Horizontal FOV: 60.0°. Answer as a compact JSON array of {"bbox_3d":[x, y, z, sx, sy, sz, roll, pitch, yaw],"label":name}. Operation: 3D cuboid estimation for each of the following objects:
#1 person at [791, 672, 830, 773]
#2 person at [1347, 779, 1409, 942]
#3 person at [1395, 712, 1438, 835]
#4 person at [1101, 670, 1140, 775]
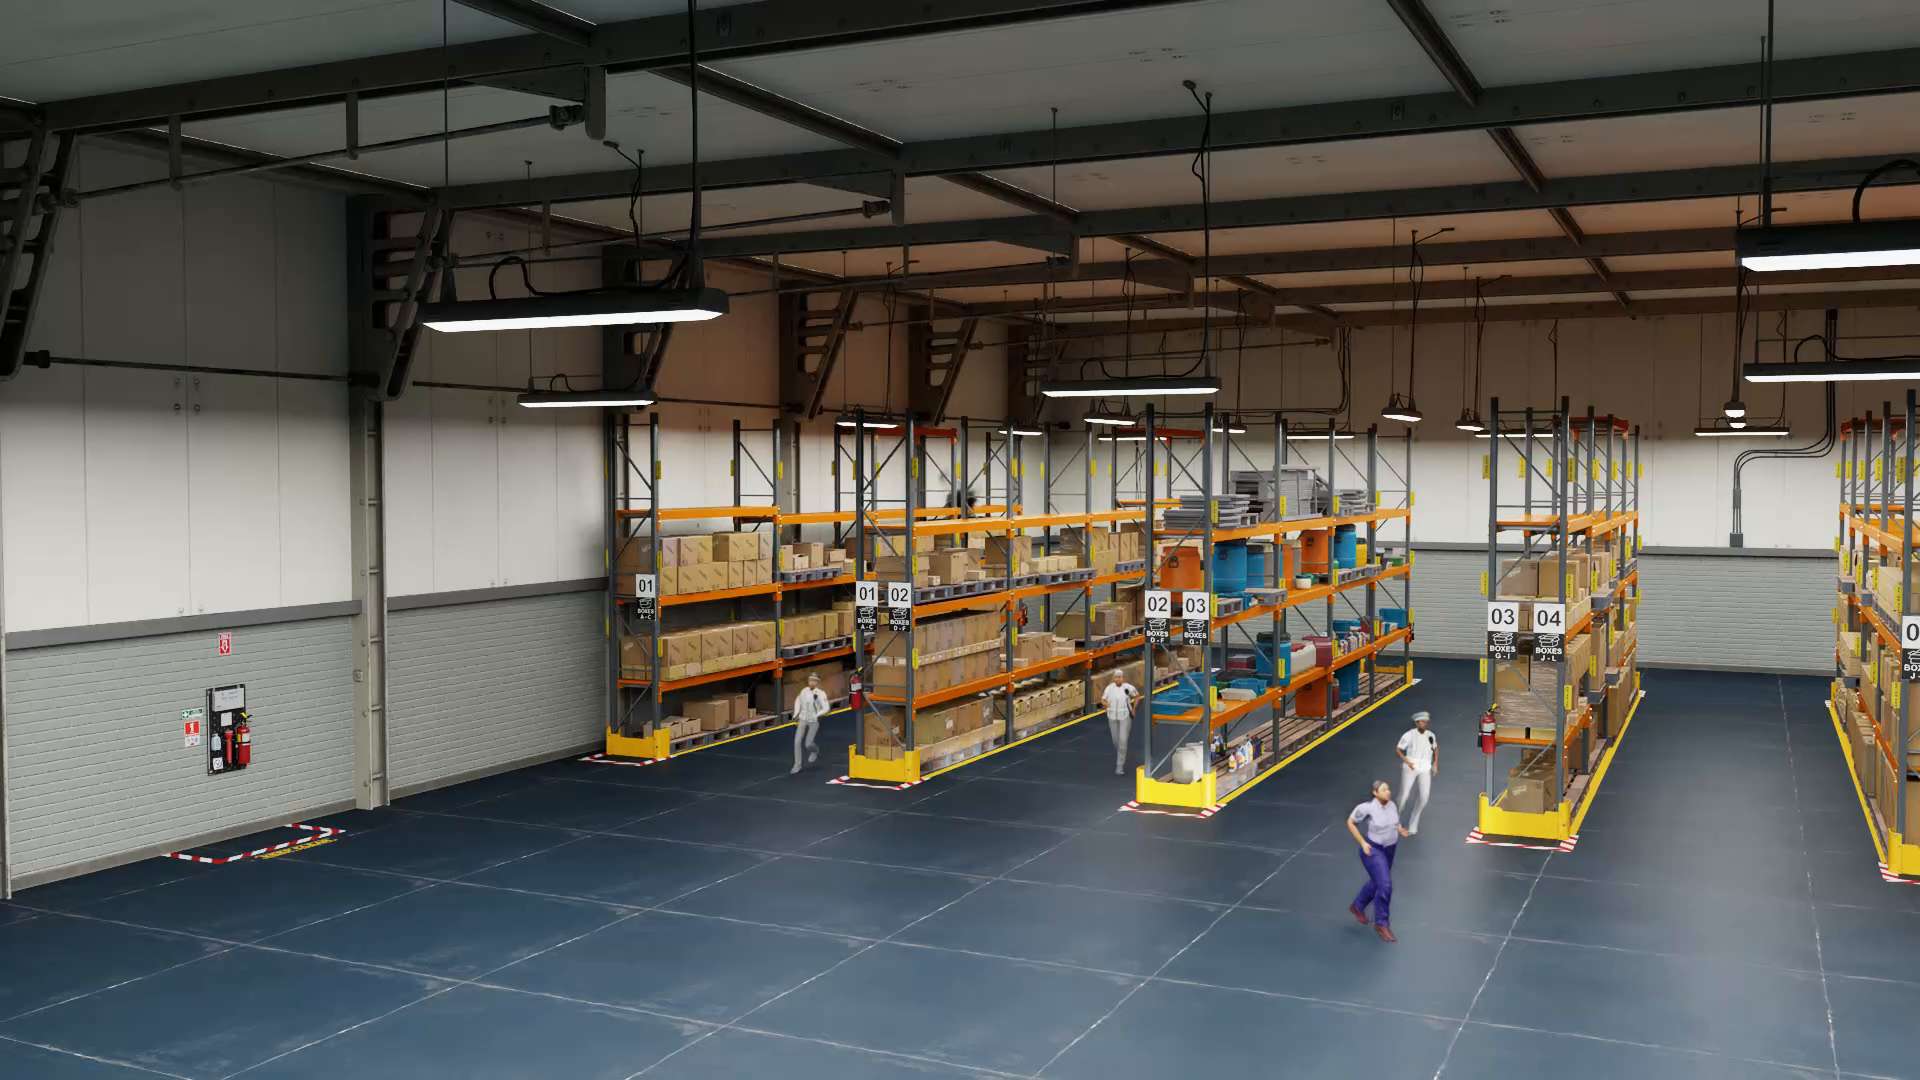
[{"bbox_3d":[-2.486,3.028,27.731,0.656,1.670,0.737,1,3,19],"label":"person"},{"bbox_3d":[4.507,3.424,18.005,0.596,1.700,0.756,-2,3,-36],"label":"person"},{"bbox_3d":[6.334,3.214,23.024,0.653,1.695,0.661,0,2,0],"label":"person"},{"bbox_3d":[2.650,2.990,27.675,0.603,1.684,0.910,1,3,22],"label":"person"}]
